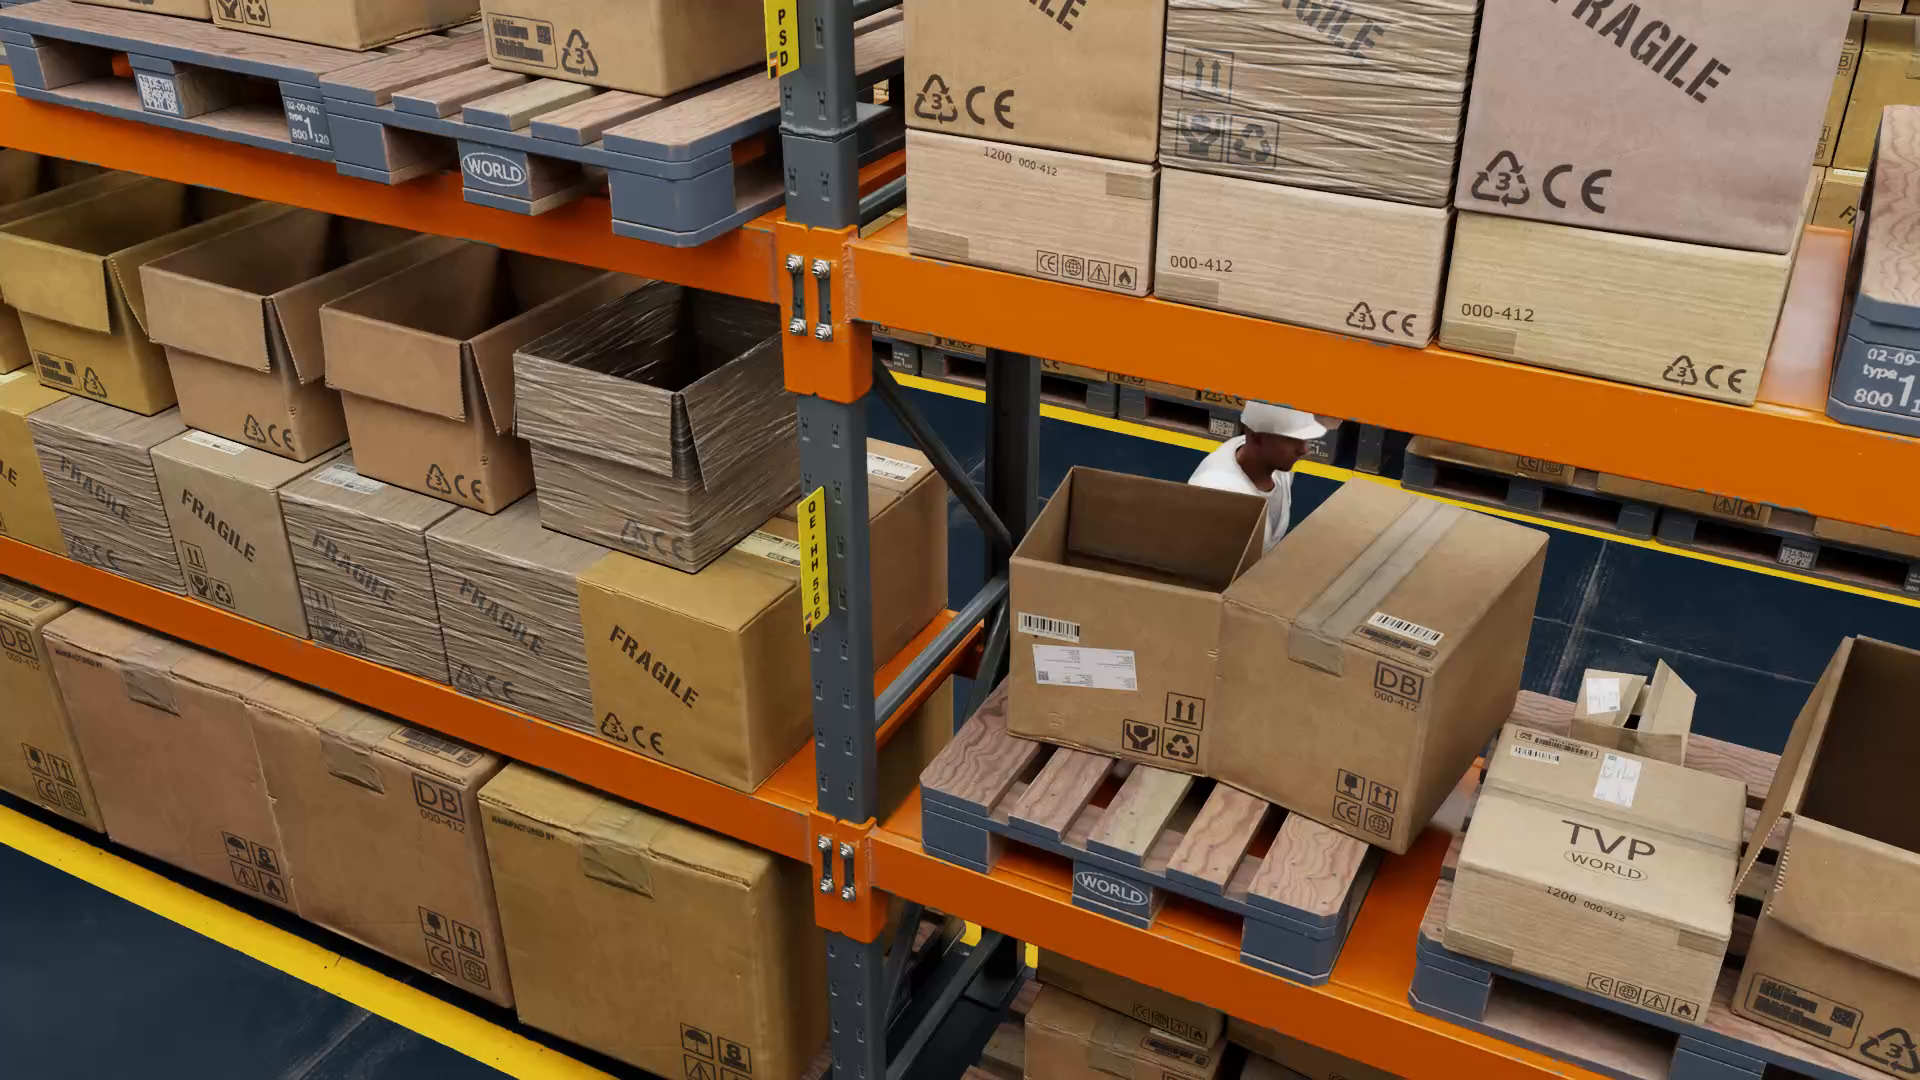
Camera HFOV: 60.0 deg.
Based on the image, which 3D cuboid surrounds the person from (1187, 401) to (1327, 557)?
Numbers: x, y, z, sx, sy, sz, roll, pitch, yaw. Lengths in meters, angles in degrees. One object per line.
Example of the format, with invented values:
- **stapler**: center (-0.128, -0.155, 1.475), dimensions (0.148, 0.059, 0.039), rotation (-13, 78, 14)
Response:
- **person**: center (0.934, 0.269, 5.647), dimensions (0.453, 1.774, 0.622), rotation (20, 35, 31)
